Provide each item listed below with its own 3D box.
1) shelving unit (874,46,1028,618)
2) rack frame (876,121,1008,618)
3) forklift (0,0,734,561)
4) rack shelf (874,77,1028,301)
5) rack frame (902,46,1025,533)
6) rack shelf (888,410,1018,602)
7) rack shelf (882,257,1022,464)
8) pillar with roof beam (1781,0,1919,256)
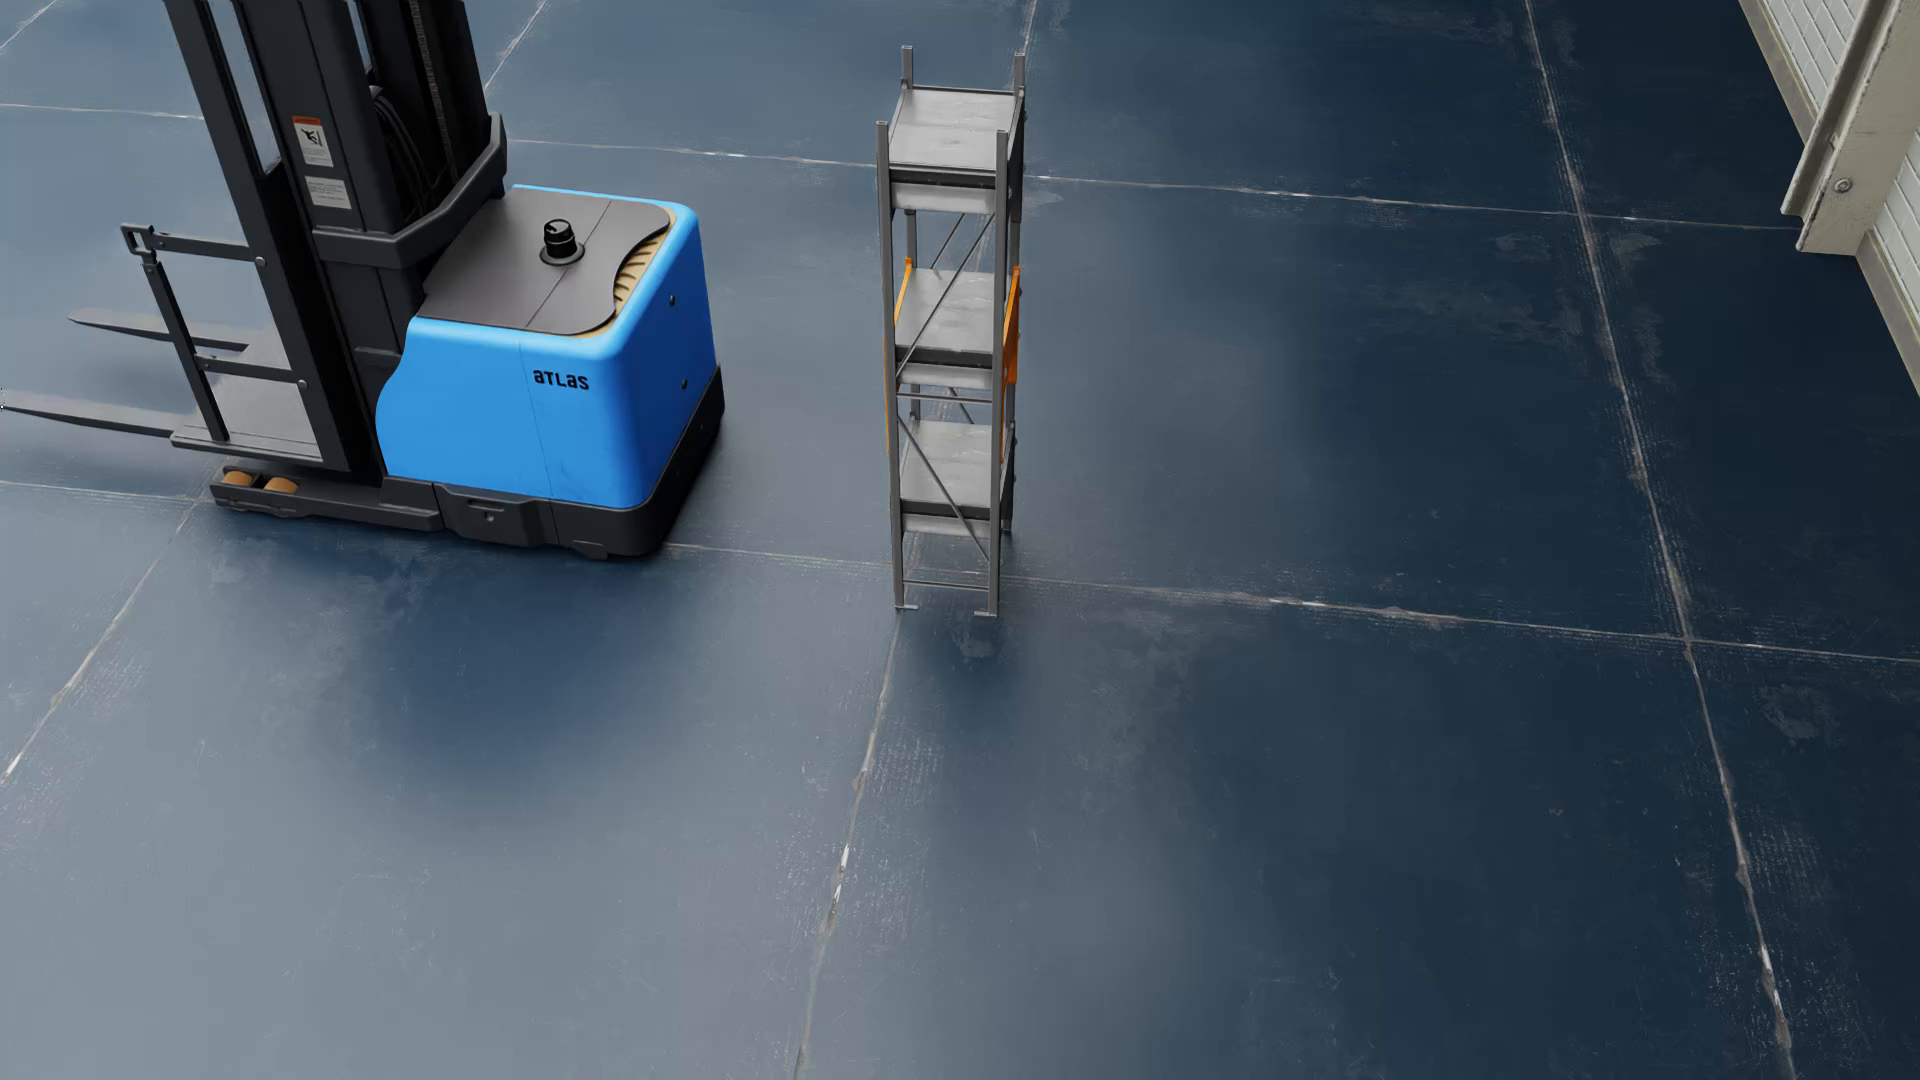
[{"bbox_3d":[-0.022,-0.650,5.909,0.431,2.100,0.503,5,44,6],"label":"shelving unit"},{"bbox_3d":[-0.054,-0.483,5.733,0.400,2.100,0.015,5,44,6],"label":"rack frame"},{"bbox_3d":[-2.554,-1.497,6.200,3.031,2.935,1.130,8,44,9],"label":"forklift"},{"bbox_3d":[-0.022,-1.148,5.437,0.431,0.518,0.480,5,44,6],"label":"rack shelf"},{"bbox_3d":[0.010,-0.816,6.085,0.400,2.100,0.015,5,44,6],"label":"rack frame"},{"bbox_3d":[-0.022,-0.131,6.400,0.431,0.518,0.480,5,44,6],"label":"rack shelf"},{"bbox_3d":[-0.022,-0.640,5.918,0.431,0.518,0.480,5,44,6],"label":"rack shelf"},{"bbox_3d":[0.078,-5.215,5.713,9.100,9.000,0.400,5,44,6],"label":"pillar with roof beam"}]
